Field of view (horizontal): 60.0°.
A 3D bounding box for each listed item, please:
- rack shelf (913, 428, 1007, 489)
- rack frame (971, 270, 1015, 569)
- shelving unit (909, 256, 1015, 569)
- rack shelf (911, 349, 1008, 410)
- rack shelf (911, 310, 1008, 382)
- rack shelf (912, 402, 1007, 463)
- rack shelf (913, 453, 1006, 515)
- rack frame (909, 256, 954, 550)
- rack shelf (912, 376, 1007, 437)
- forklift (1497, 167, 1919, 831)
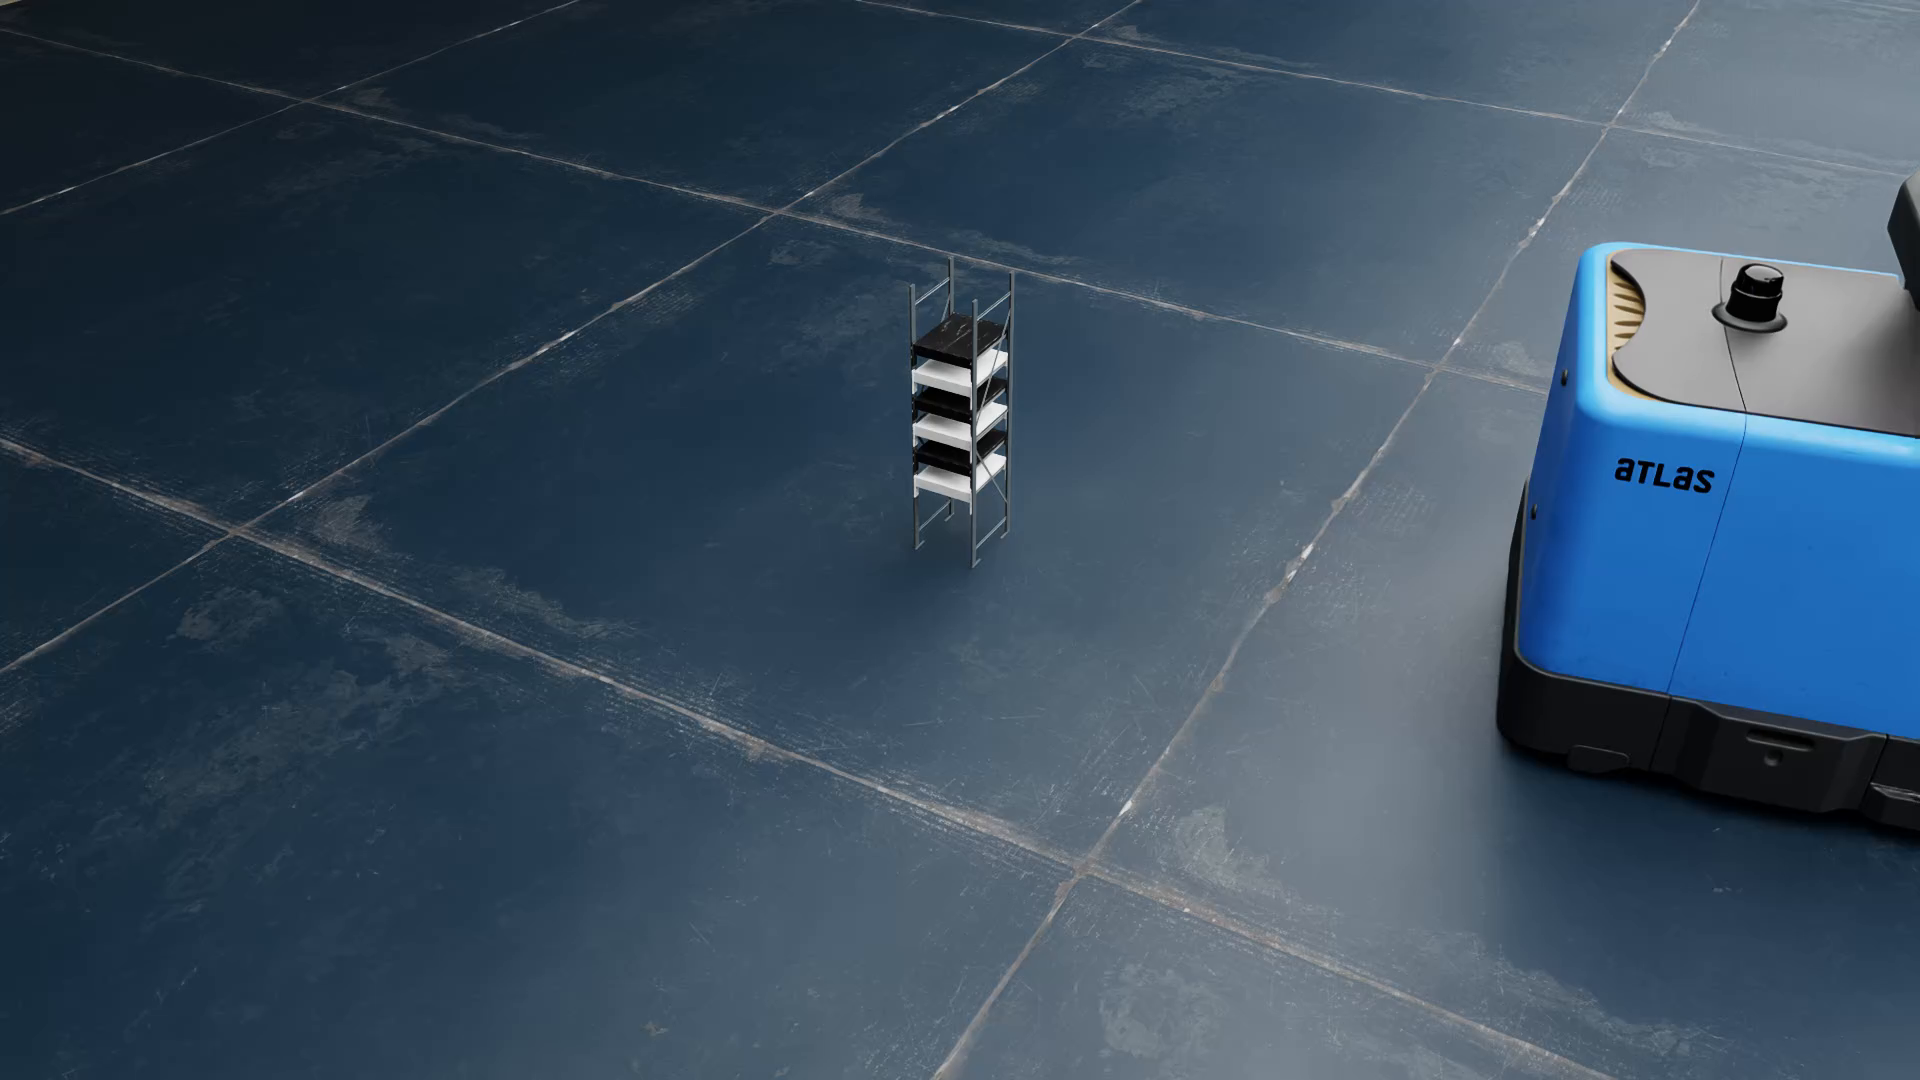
[{"bbox_3d":[0.007,-0.270,5.066,0.200,0.077,0.258,18,37,24],"label":"rack shelf"},{"bbox_3d":[0.095,-0.344,4.955,0.006,0.900,0.240,18,37,24],"label":"rack frame"},{"bbox_3d":[0.007,-0.372,4.997,0.210,0.900,0.258,18,37,24],"label":"shelving unit"},{"bbox_3d":[0.007,-0.494,4.916,0.200,0.077,0.258,18,37,24],"label":"rack shelf"},{"bbox_3d":[0.007,-0.569,4.866,0.200,0.077,0.258,18,37,24],"label":"rack shelf"},{"bbox_3d":[0.007,-0.345,5.016,0.200,0.077,0.258,18,37,24],"label":"rack shelf"},{"bbox_3d":[0.007,-0.195,5.115,0.200,0.077,0.258,18,37,24],"label":"rack shelf"},{"bbox_3d":[-0.081,-0.400,5.039,0.006,0.900,0.240,18,37,24],"label":"rack frame"},{"bbox_3d":[0.007,-0.419,4.966,0.200,0.077,0.258,18,37,24],"label":"rack shelf"},{"bbox_3d":[2.995,-0.655,3.589,3.031,2.935,1.130,10,35,15],"label":"forklift"}]
